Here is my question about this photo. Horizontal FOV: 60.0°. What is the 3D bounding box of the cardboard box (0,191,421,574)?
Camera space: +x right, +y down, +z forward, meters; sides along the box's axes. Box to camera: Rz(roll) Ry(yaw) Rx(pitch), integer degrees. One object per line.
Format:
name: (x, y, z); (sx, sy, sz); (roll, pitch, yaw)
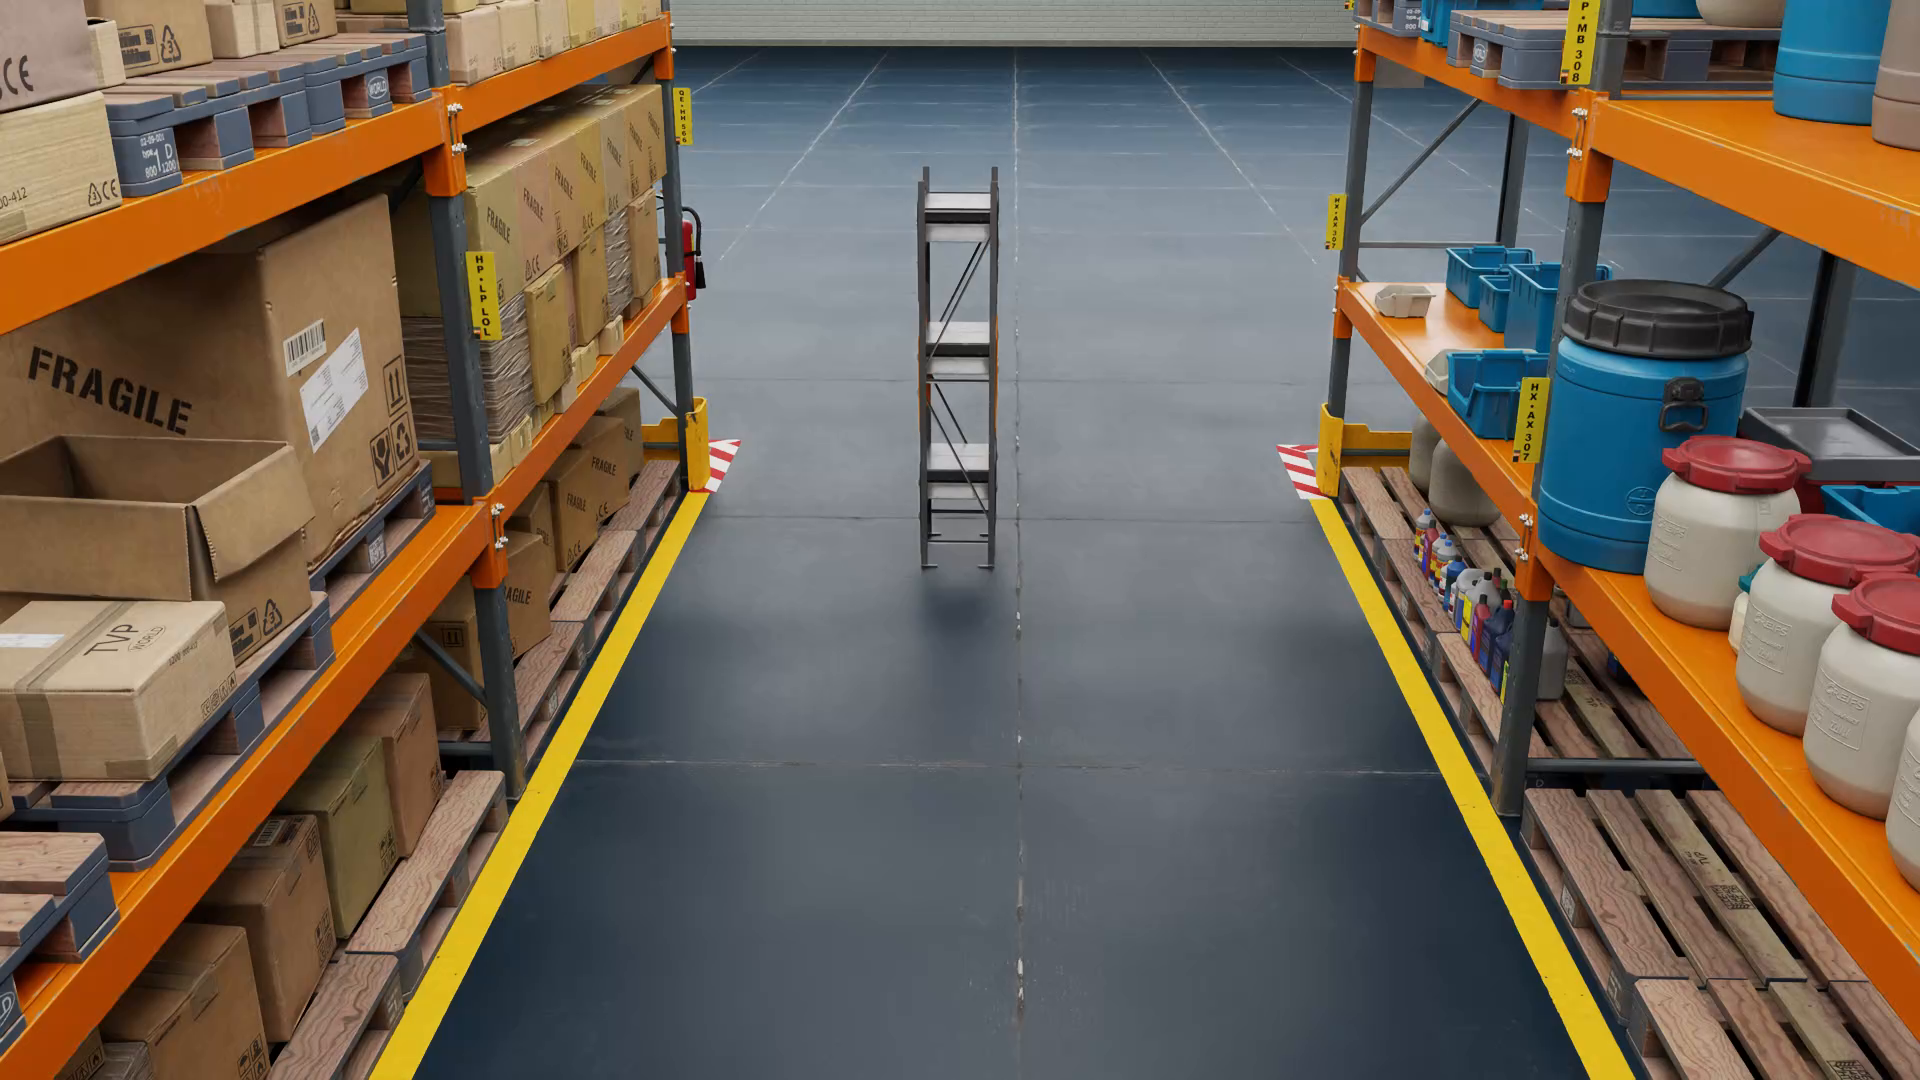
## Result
cardboard box: (-2.459, -0.545, 5.378); (1.000, 1.000, 1.000); (1, 21, 2)

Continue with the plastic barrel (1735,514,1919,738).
plastic barrel: (2.385, 0.244, 4.565); (0.433, 0.535, 0.433); (0, 21, 0)

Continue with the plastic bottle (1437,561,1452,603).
plastic bottle: (2.394, 0.200, 8.127); (0.097, 0.201, 0.097); (0, 21, 0)

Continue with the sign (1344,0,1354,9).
sign: (2.228, -3.158, 9.361); (0.100, 0.325, 0.005); (1, 21, 2)

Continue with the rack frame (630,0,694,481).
rack frame: (-2.173, -1.802, 10.026); (1.000, 3.000, 0.127); (1, 21, 2)

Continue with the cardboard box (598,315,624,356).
cardboard box: (-1.916, -1.036, 8.400); (0.380, 0.149, 0.250); (1, 21, 2)

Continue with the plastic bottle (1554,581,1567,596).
plastic bottle: (2.995, 0.167, 8.212); (0.097, 0.201, 0.097); (0, 21, 0)

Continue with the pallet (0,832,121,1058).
pallet: (-2.501, 0.921, 3.273); (1.213, 0.211, 1.003); (1, 21, 2)

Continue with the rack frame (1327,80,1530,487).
rack frame: (2.777, -1.748, 9.886); (1.000, 3.000, 0.127); (1, 21, 2)

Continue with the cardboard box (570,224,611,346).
cardboard box: (-2.198, -1.246, 8.043); (0.875, 0.500, 0.500); (1, 21, 2)

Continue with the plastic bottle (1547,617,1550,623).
plastic bottle: (2.542, 0.451, 7.378); (0.152, 0.276, 0.135); (1, 21, 2)

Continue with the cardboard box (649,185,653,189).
cardboard box: (-2.217, -1.789, 9.443); (0.875, 0.500, 0.500); (1, 21, 2)

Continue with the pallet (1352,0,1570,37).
pallet: (2.654, -2.760, 8.609); (1.003, 0.211, 1.213); (1, 21, 2)

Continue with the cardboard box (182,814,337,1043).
cardboard box: (-2.385, 1.201, 5.135); (0.700, 0.500, 0.500); (-1, 21, -3)

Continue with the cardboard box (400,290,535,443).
cardboard box: (-2.219, -0.703, 6.645); (0.875, 0.500, 0.500); (1, 21, 2)

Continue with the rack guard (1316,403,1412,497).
rack guard: (2.822, -0.554, 10.266); (1.175, 0.500, 0.348); (1, 21, 2)

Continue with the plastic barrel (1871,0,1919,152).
plastic barrel: (2.837, -1.511, 4.436); (0.600, 0.901, 0.600); (0, 21, 0)

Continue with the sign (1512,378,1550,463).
sign: (2.106, -0.440, 6.134); (0.100, 0.325, 0.005); (1, 21, 2)

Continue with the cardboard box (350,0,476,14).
cardboard box: (-1.977, -1.984, 6.006); (0.380, 0.149, 0.250); (0, 21, 0)

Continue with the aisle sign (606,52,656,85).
aisle sign: (-1.872, -3.033, 9.605); (0.394, 0.787, 0.004); (1, 21, 2)

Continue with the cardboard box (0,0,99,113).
cardboard box: (-2.118, -1.120, 3.293); (0.500, 0.500, 0.500); (0, 21, 0)

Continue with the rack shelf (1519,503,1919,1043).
rack shelf: (2.595, 0.757, 4.425); (1.077, 0.370, 4.000); (1, 21, 2)

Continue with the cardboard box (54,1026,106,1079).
cardboard box: (-2.420, 1.267, 3.928); (0.500, 0.250, 0.500); (3, 21, 8)

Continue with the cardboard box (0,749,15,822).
cardboard box: (-2.523, 0.450, 3.505); (0.700, 0.500, 0.500); (4, 22, 10)

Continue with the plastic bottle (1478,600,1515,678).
plastic bottle: (2.393, 0.423, 7.345); (0.144, 0.351, 0.185); (0, 21, -1)

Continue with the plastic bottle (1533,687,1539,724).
plastic bottle: (2.355, 0.664, 6.932); (0.097, 0.201, 0.097); (0, 21, 0)

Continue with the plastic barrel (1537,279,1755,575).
plastic barrel: (2.341, -0.399, 5.717); (0.600, 0.901, 0.708); (1, 21, 2)

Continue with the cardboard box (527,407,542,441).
cardboard box: (-1.987, -0.494, 7.003); (0.380, 0.149, 0.250); (1, 21, 2)

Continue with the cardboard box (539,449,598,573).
cardboard box: (-2.231, -0.164, 8.680); (0.500, 0.500, 0.500); (3, 21, 7)

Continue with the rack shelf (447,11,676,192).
rack shelf: (-2.234, -2.142, 7.750); (1.077, 0.370, 4.000); (1, 21, 2)

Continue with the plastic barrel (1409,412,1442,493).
plastic barrel: (2.834, -0.545, 9.645); (0.421, 0.512, 0.421); (0, 21, 0)

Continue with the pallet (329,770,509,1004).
pallet: (-2.317, 1.226, 6.078); (1.003, 0.211, 1.213); (1, 21, 2)

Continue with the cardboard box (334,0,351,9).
cardboard box: (-2.475, -2.086, 6.269); (0.380, 0.149, 0.250); (1, 21, 2)

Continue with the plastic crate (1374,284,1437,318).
plastic crate: (2.429, -1.305, 9.109); (0.298, 0.136, 0.250); (1, 21, 2)

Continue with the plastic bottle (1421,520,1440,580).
plastic bottle: (2.386, 0.048, 8.407); (0.061, 0.283, 0.133); (1, 21, 3)

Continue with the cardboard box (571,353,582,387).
cardboard box: (-1.974, -0.765, 7.702); (0.380, 0.149, 0.250); (1, 21, 2)

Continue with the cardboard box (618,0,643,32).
cardboard box: (-1.946, -2.773, 8.589); (0.500, 0.250, 0.500); (1, 21, 2)

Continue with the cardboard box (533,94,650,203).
cardboard box: (-1.952, -2.071, 8.788); (0.500, 0.500, 0.500); (1, 21, 2)

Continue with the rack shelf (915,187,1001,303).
rack shelf: (-0.005, -1.559, 8.747); (0.431, 0.518, 0.480); (1, 21, 2)

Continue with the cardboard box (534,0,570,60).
cardboard box: (-1.988, -2.215, 7.152); (0.500, 0.250, 0.500); (0, 21, -1)

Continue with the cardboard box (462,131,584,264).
cardboard box: (-1.998, -1.529, 7.390); (0.500, 0.500, 0.500); (1, 21, 2)

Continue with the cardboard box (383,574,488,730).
cardboard box: (-2.243, 0.470, 7.047); (0.500, 0.500, 0.500); (0, 21, 0)

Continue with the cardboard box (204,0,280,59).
cardboard box: (-2.224, -1.546, 4.826); (0.396, 0.266, 0.258); (1, 21, 4)

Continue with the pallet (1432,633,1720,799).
pallet: (2.718, 0.756, 7.288); (1.003, 0.211, 1.213); (1, 21, 2)

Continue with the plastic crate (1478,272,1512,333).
plastic crate: (3.036, -1.259, 8.833); (0.499, 0.251, 0.408); (1, 21, 2)

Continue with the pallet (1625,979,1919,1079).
pallet: (2.636, 1.725, 4.790); (1.003, 0.211, 1.213); (1, 21, 2)

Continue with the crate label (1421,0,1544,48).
crate label: (2.390, -2.403, 7.635); (0.502, 0.251, 0.408); (1, 21, 2)

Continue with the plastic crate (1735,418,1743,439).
plastic crate: (2.799, -0.460, 6.654); (0.767, 0.338, 0.504); (1, 21, 2)

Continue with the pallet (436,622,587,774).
pallet: (-2.310, 0.701, 7.430); (1.003, 0.211, 1.213); (1, 21, 2)

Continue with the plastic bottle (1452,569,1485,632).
plastic bottle: (2.412, 0.283, 7.811); (0.152, 0.276, 0.135); (1, 21, 3)

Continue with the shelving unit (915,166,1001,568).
shelving unit: (-0.005, -0.919, 8.995); (0.431, 2.100, 0.503); (1, 21, 2)

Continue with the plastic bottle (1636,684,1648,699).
plastic bottle: (2.980, 0.531, 7.159); (0.061, 0.283, 0.133); (1, 21, 2)

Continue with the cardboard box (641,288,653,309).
cardboard box: (-1.940, -1.398, 9.333); (0.380, 0.149, 0.250); (1, 21, 2)
